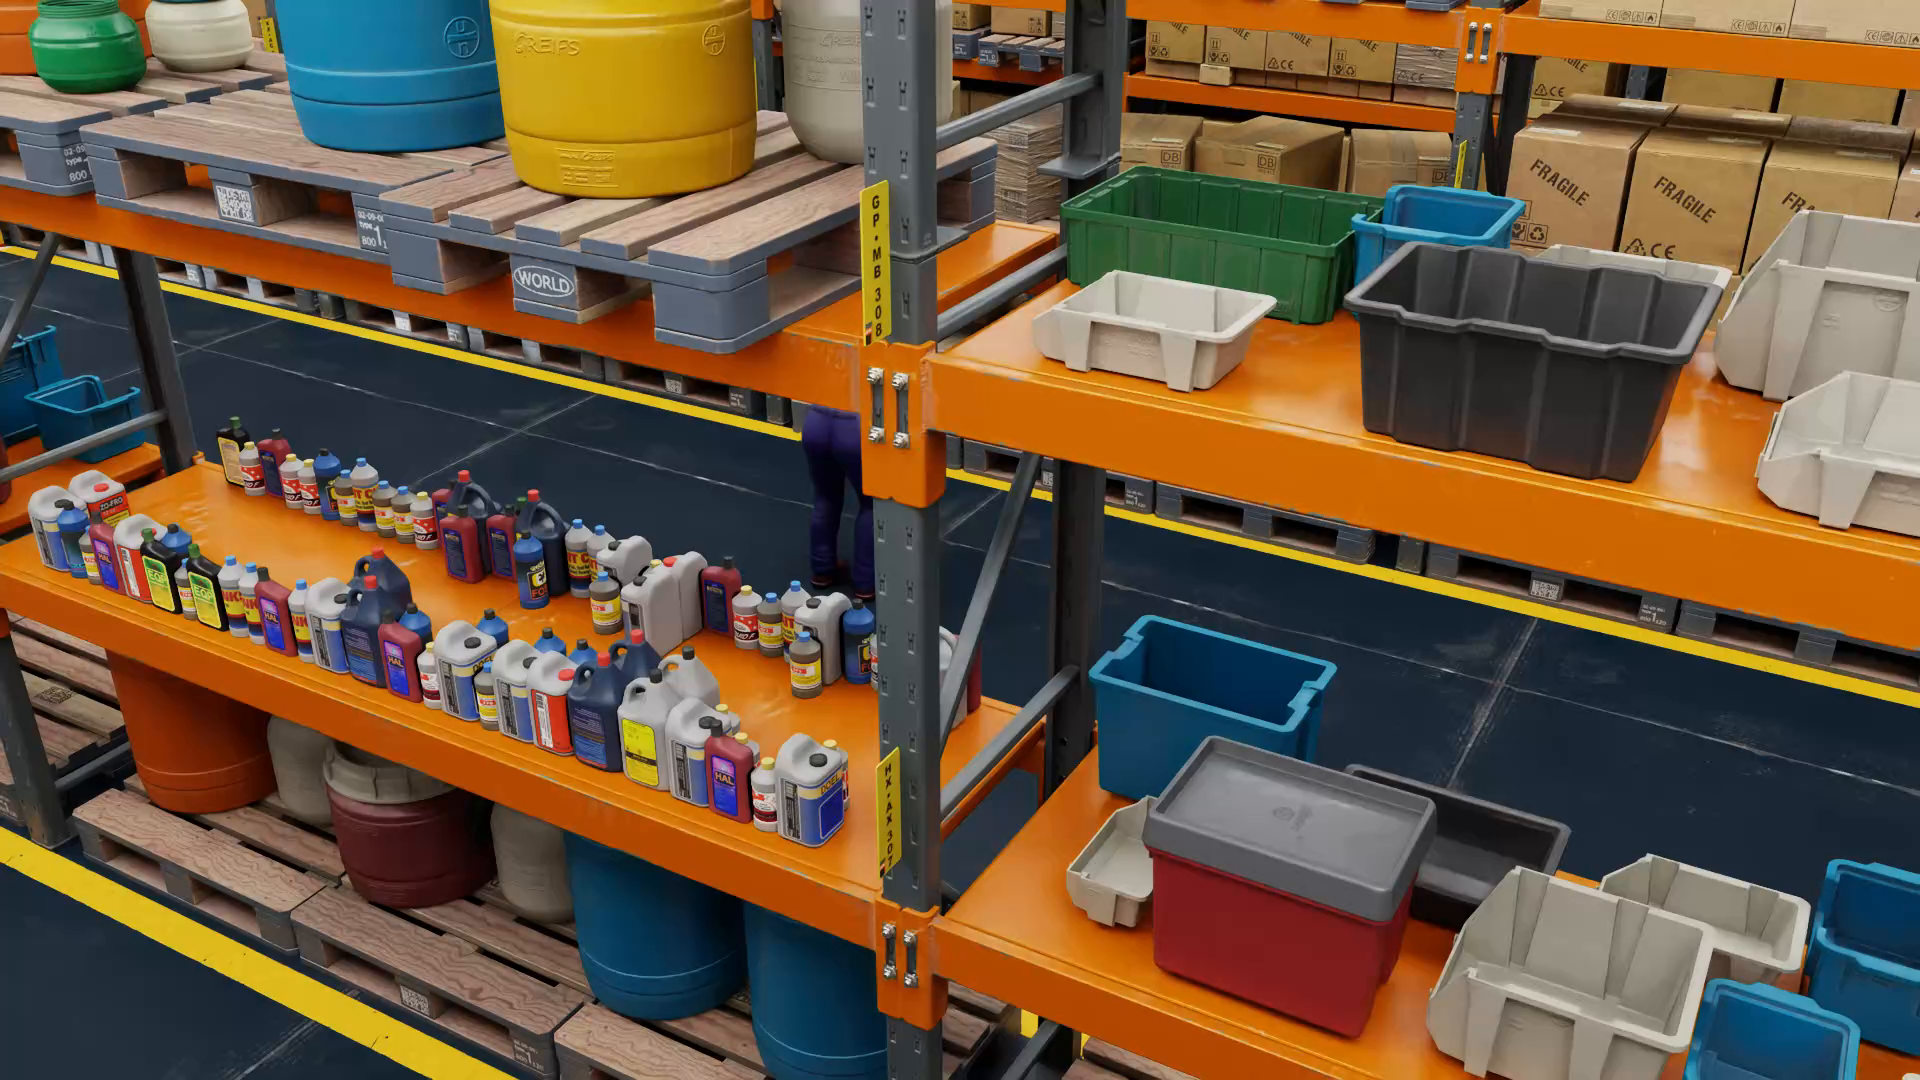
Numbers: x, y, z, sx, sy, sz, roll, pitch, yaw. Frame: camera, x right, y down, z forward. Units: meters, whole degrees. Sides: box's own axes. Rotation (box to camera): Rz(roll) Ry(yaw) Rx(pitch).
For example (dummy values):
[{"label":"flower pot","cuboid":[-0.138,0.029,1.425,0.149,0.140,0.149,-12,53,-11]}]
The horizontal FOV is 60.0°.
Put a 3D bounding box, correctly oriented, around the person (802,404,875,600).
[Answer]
[{"label":"person","cuboid":[-0.526,-0.525,8.202,0.435,1.633,0.529,14,30,25]}]
